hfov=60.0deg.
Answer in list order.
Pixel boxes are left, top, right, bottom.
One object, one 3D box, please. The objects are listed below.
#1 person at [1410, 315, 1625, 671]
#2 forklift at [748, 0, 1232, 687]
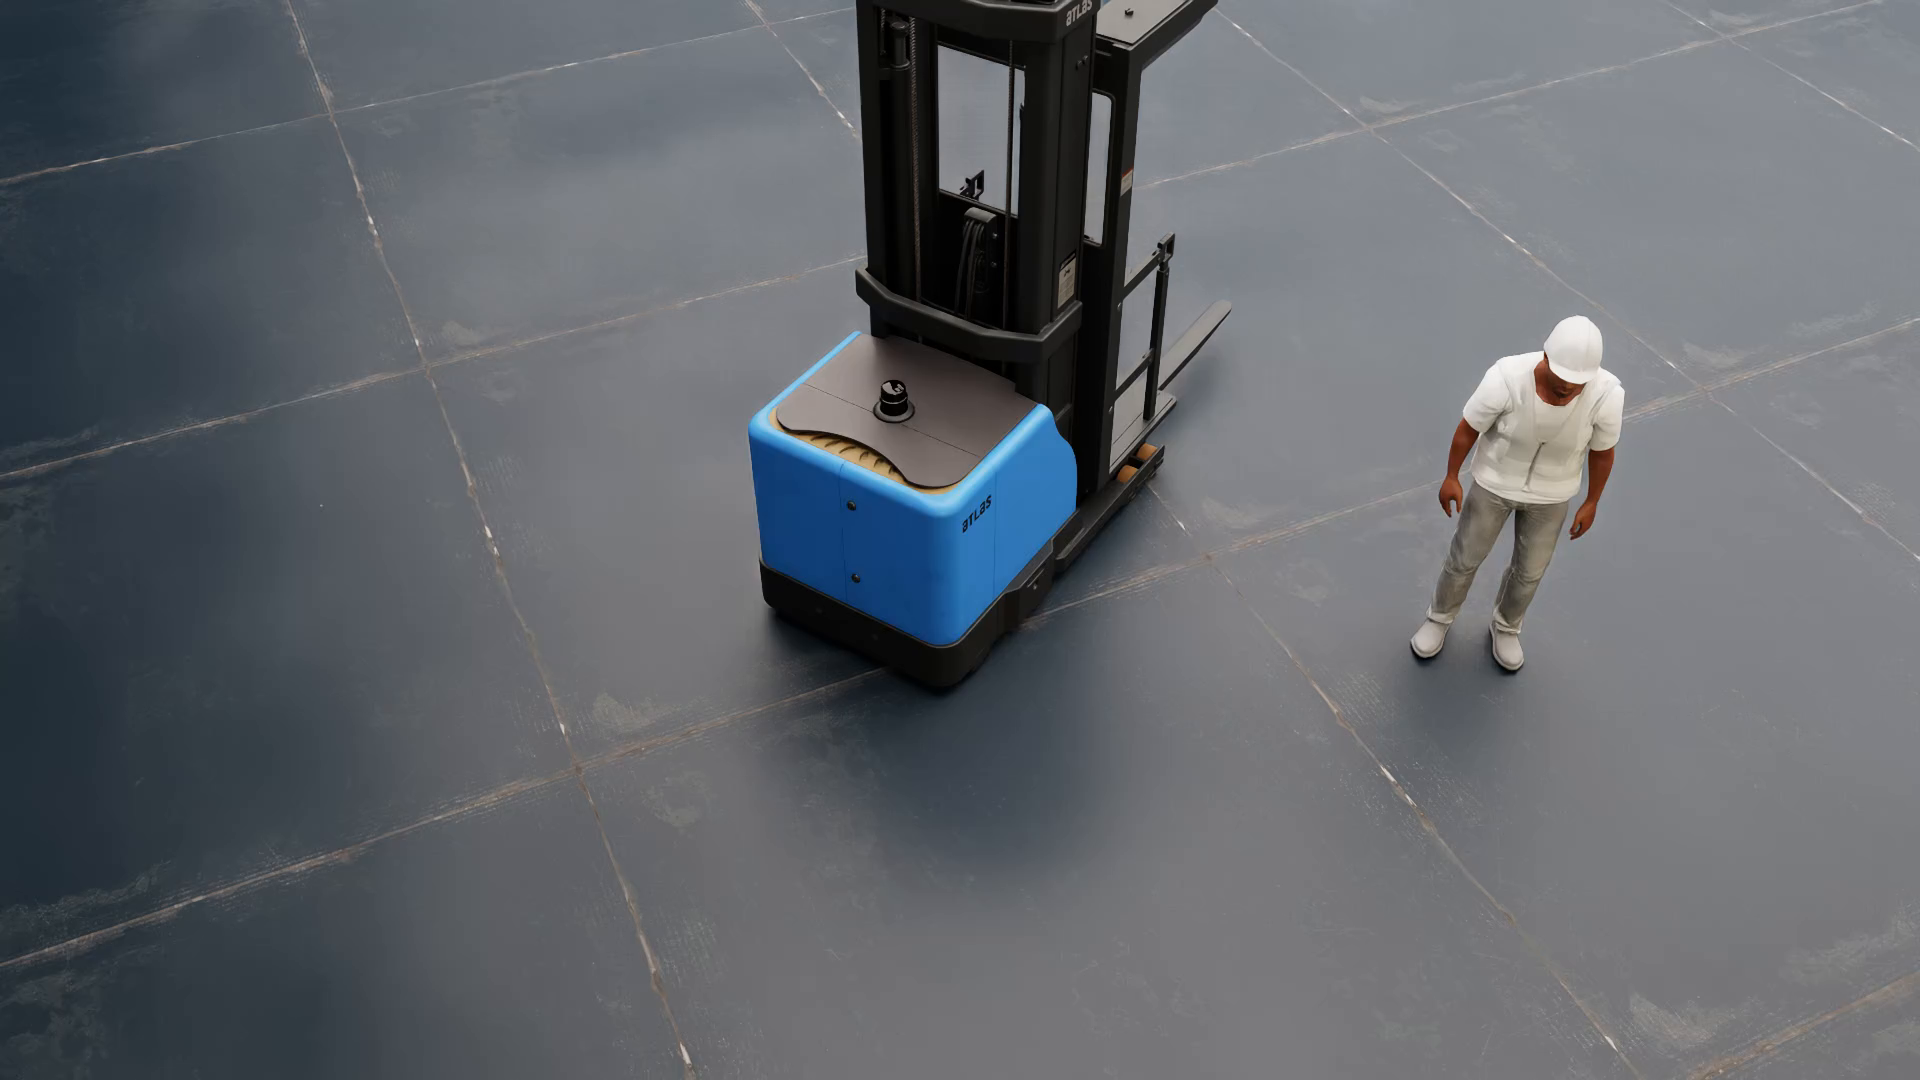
[{"bbox_3d":[2.279,-0.198,6.753,0.627,1.760,0.461,10,44,11],"label":"person"},{"bbox_3d":[0.342,-1.428,7.211,1.130,2.935,3.031,24,48,24],"label":"forklift"}]
